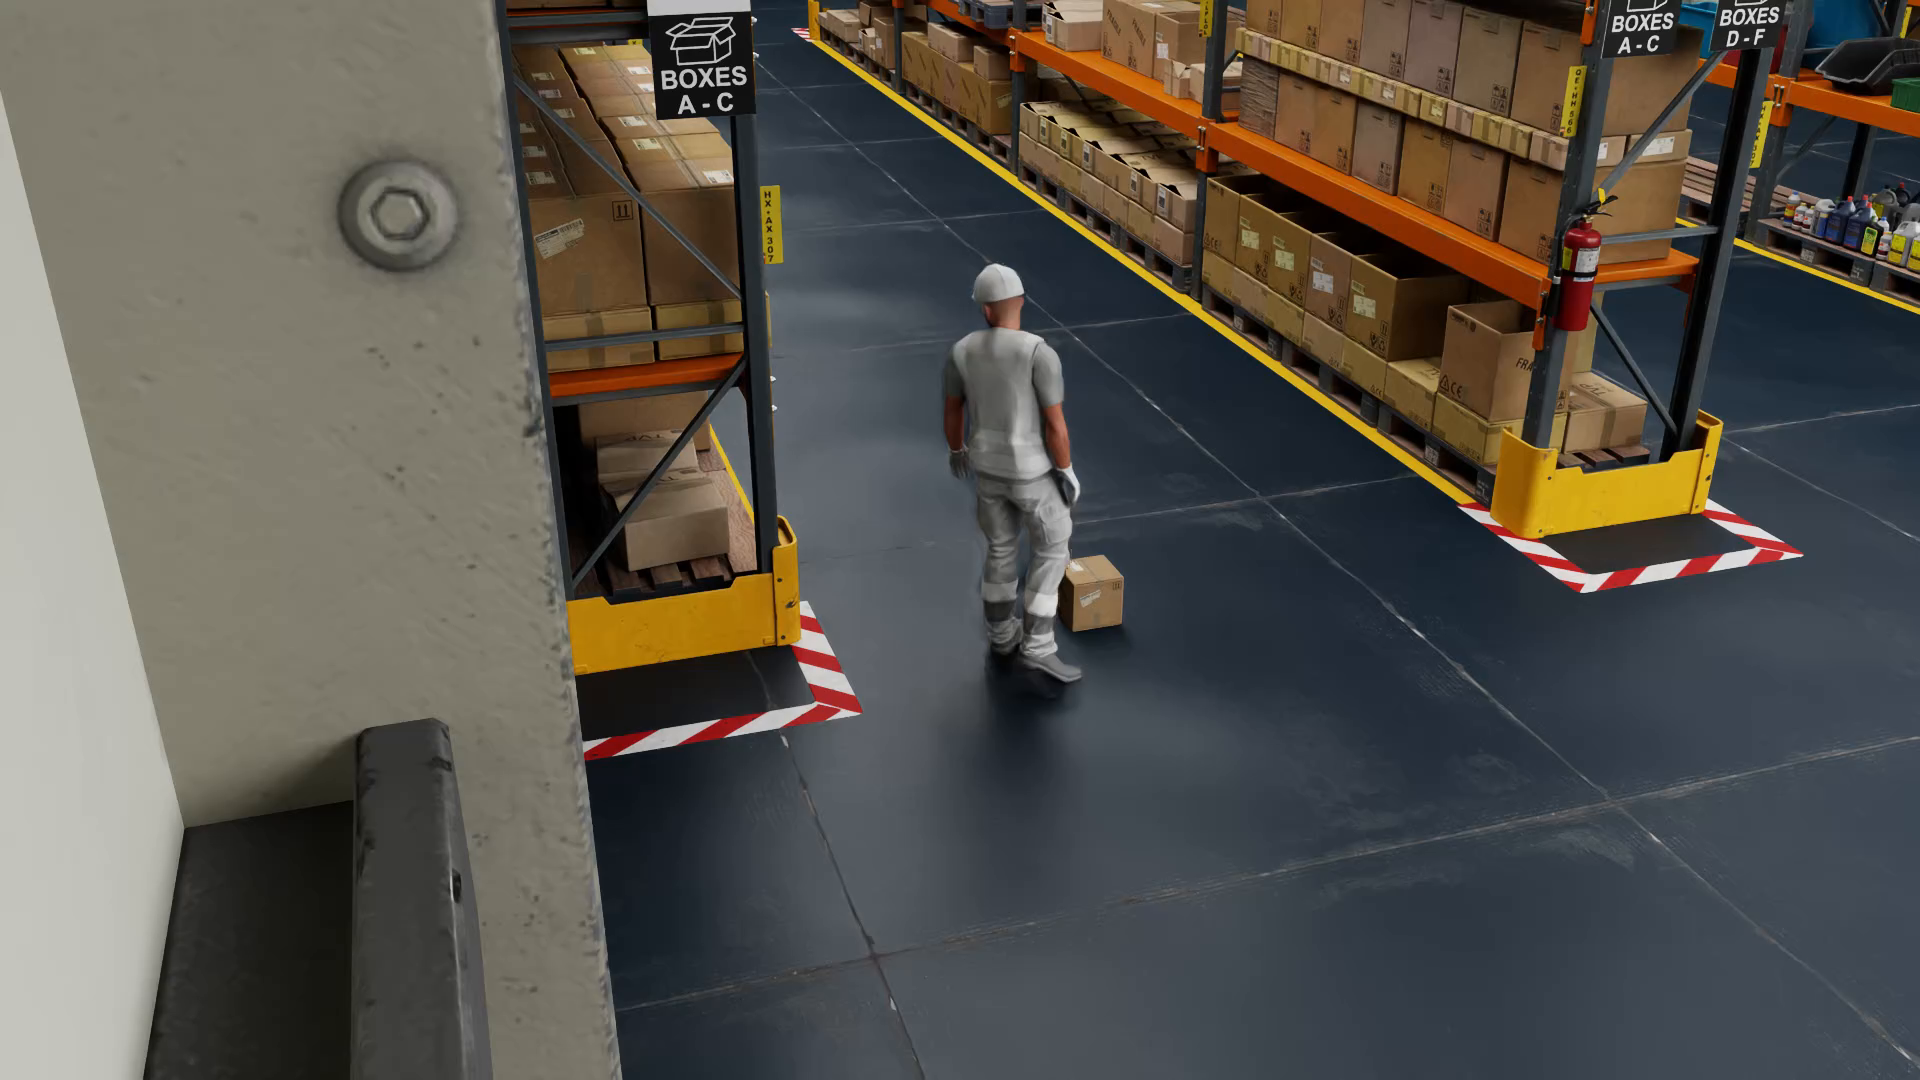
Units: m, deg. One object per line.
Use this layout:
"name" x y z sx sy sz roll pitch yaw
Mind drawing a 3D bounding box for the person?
"person" 0.254 -0.293 7.167 0.721 1.812 0.419 17 31 31
